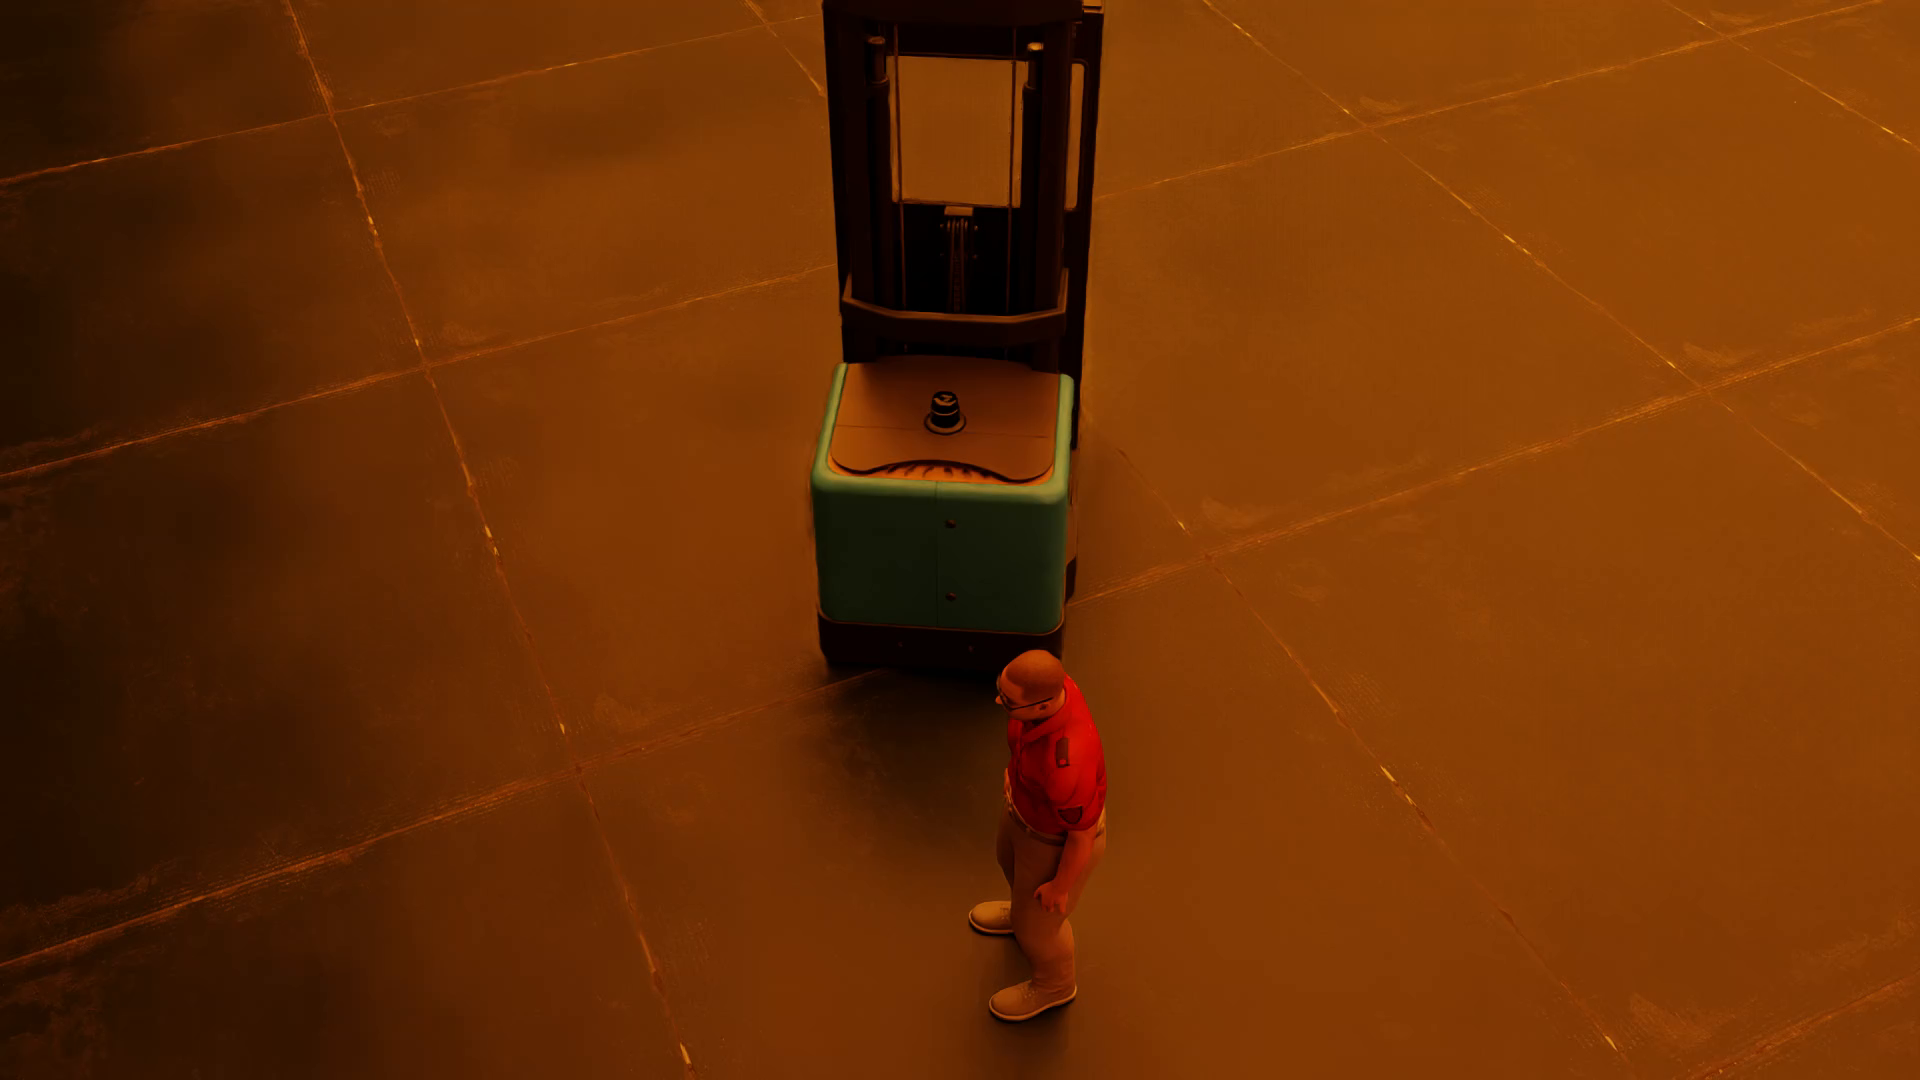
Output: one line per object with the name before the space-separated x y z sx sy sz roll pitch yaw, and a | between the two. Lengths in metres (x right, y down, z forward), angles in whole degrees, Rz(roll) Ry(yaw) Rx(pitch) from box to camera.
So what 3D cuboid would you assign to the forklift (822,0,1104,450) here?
forklift | 0.034 -1.527 7.363 1.101 2.867 2.884 3 43 4
